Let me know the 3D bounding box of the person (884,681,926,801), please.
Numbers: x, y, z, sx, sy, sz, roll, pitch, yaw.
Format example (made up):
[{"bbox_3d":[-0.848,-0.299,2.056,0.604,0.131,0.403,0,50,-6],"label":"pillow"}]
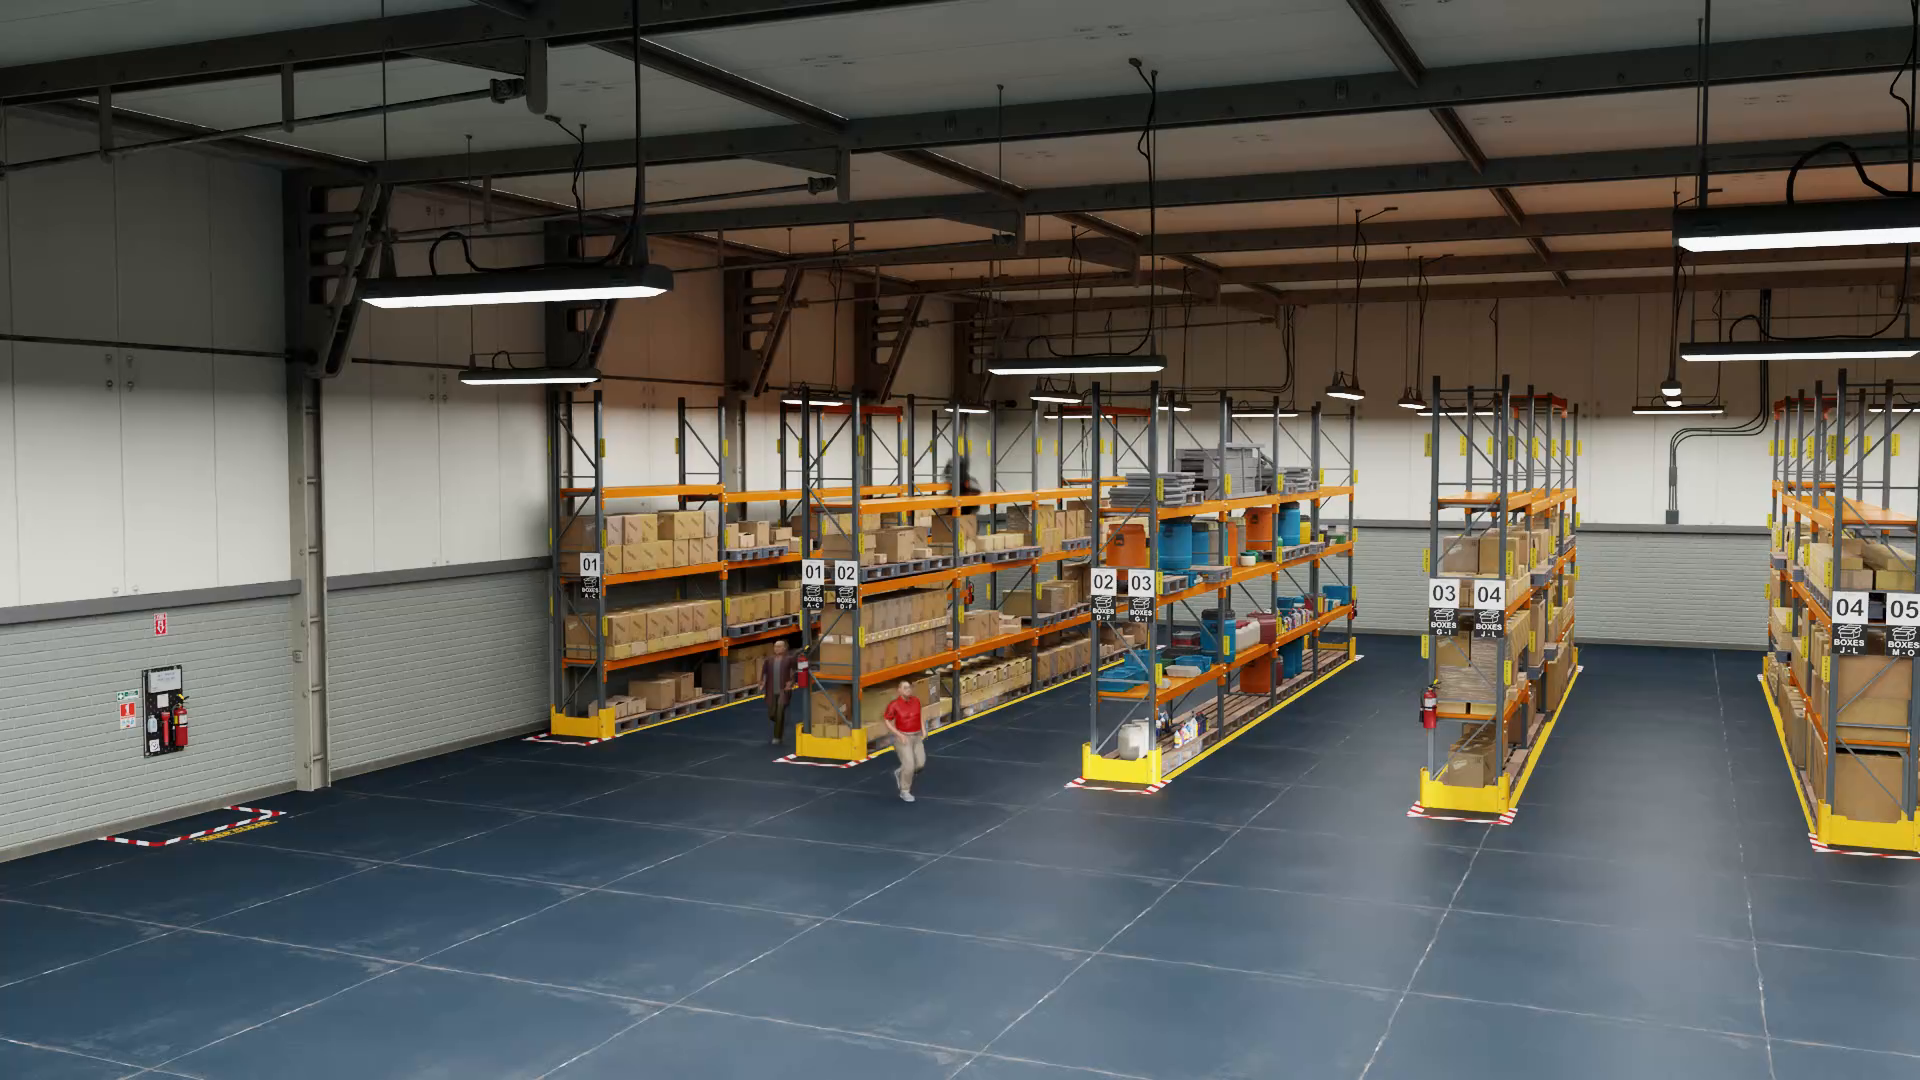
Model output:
[{"bbox_3d":[-0.758,2.855,23.736,0.661,1.697,0.501,-2,4,-38],"label":"person"}]

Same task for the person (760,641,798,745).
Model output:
[{"bbox_3d":[-3.057,2.578,28.280,0.711,1.743,0.756,1,3,11],"label":"person"}]
